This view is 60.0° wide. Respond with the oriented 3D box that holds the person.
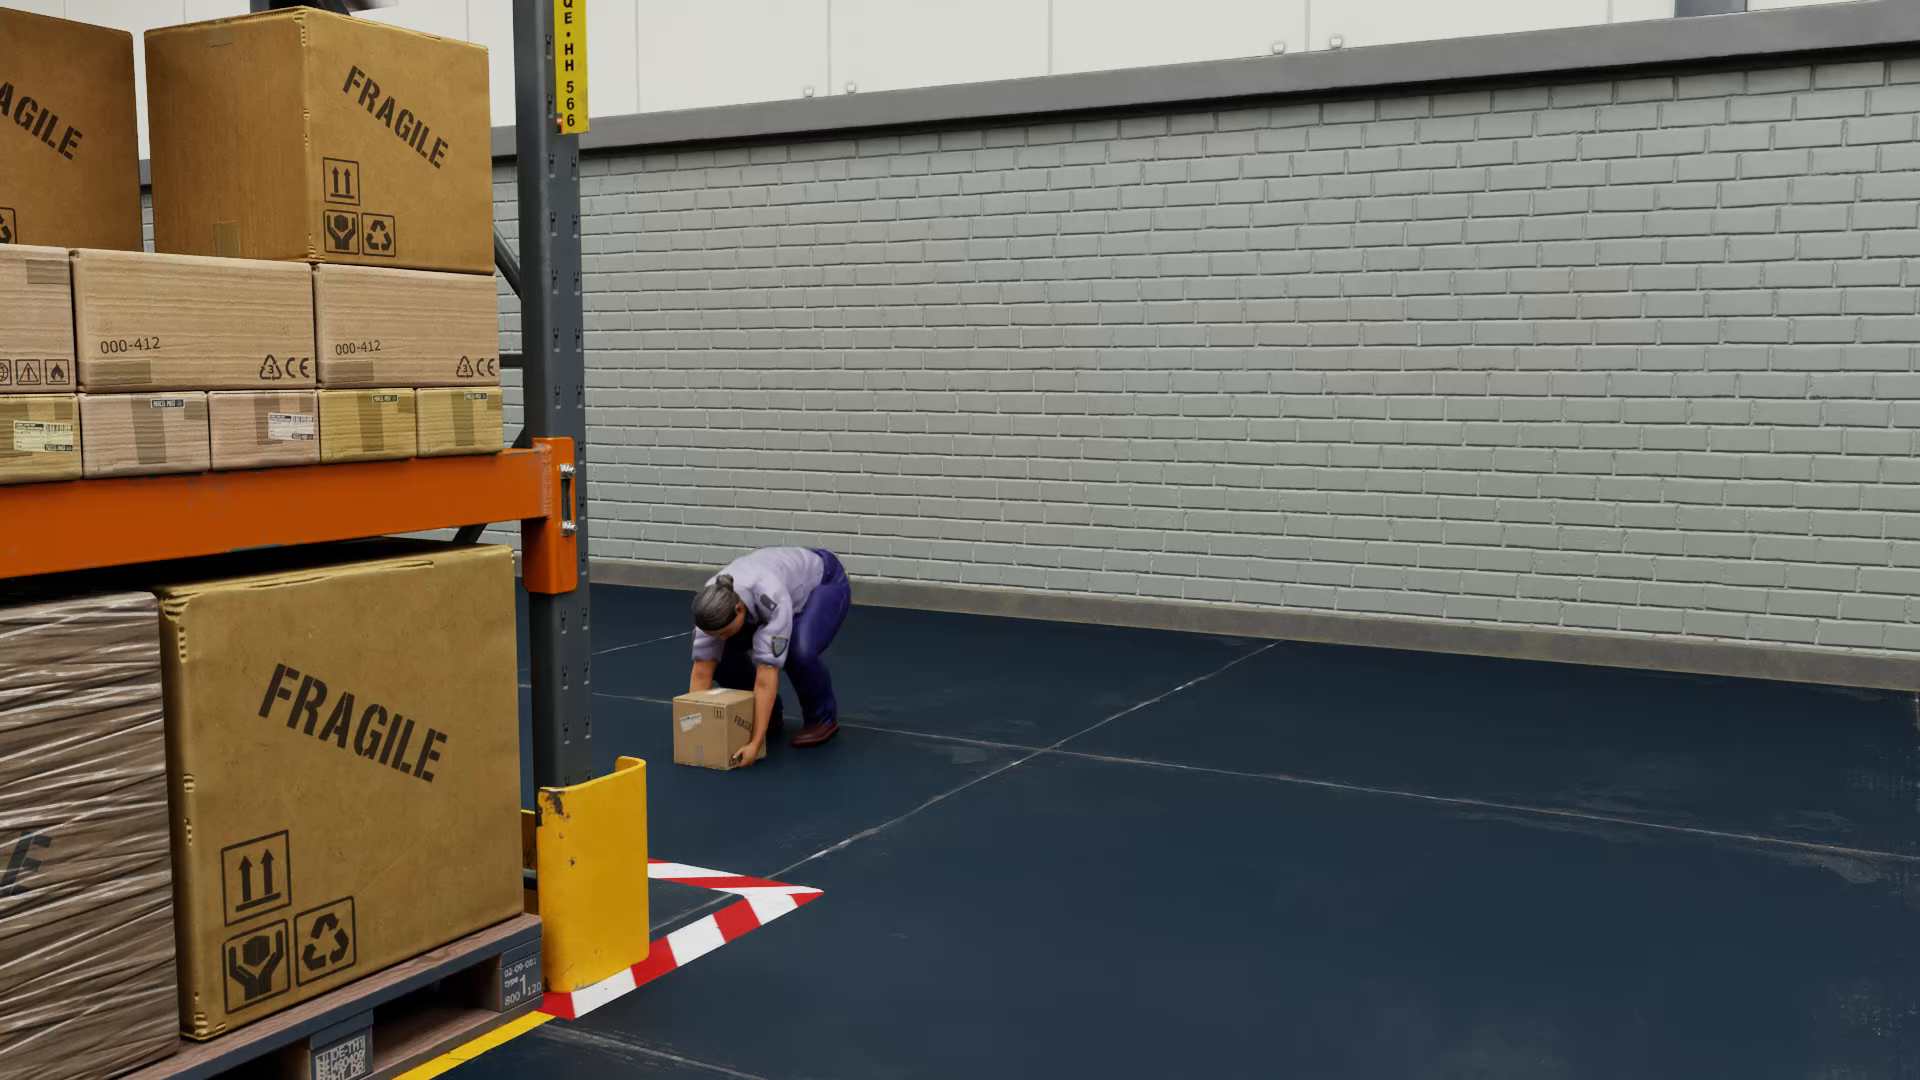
[{"bbox_3d":[-0.772,0.436,6.554,0.521,0.784,0.905,3,7,26],"label":"person"}]
